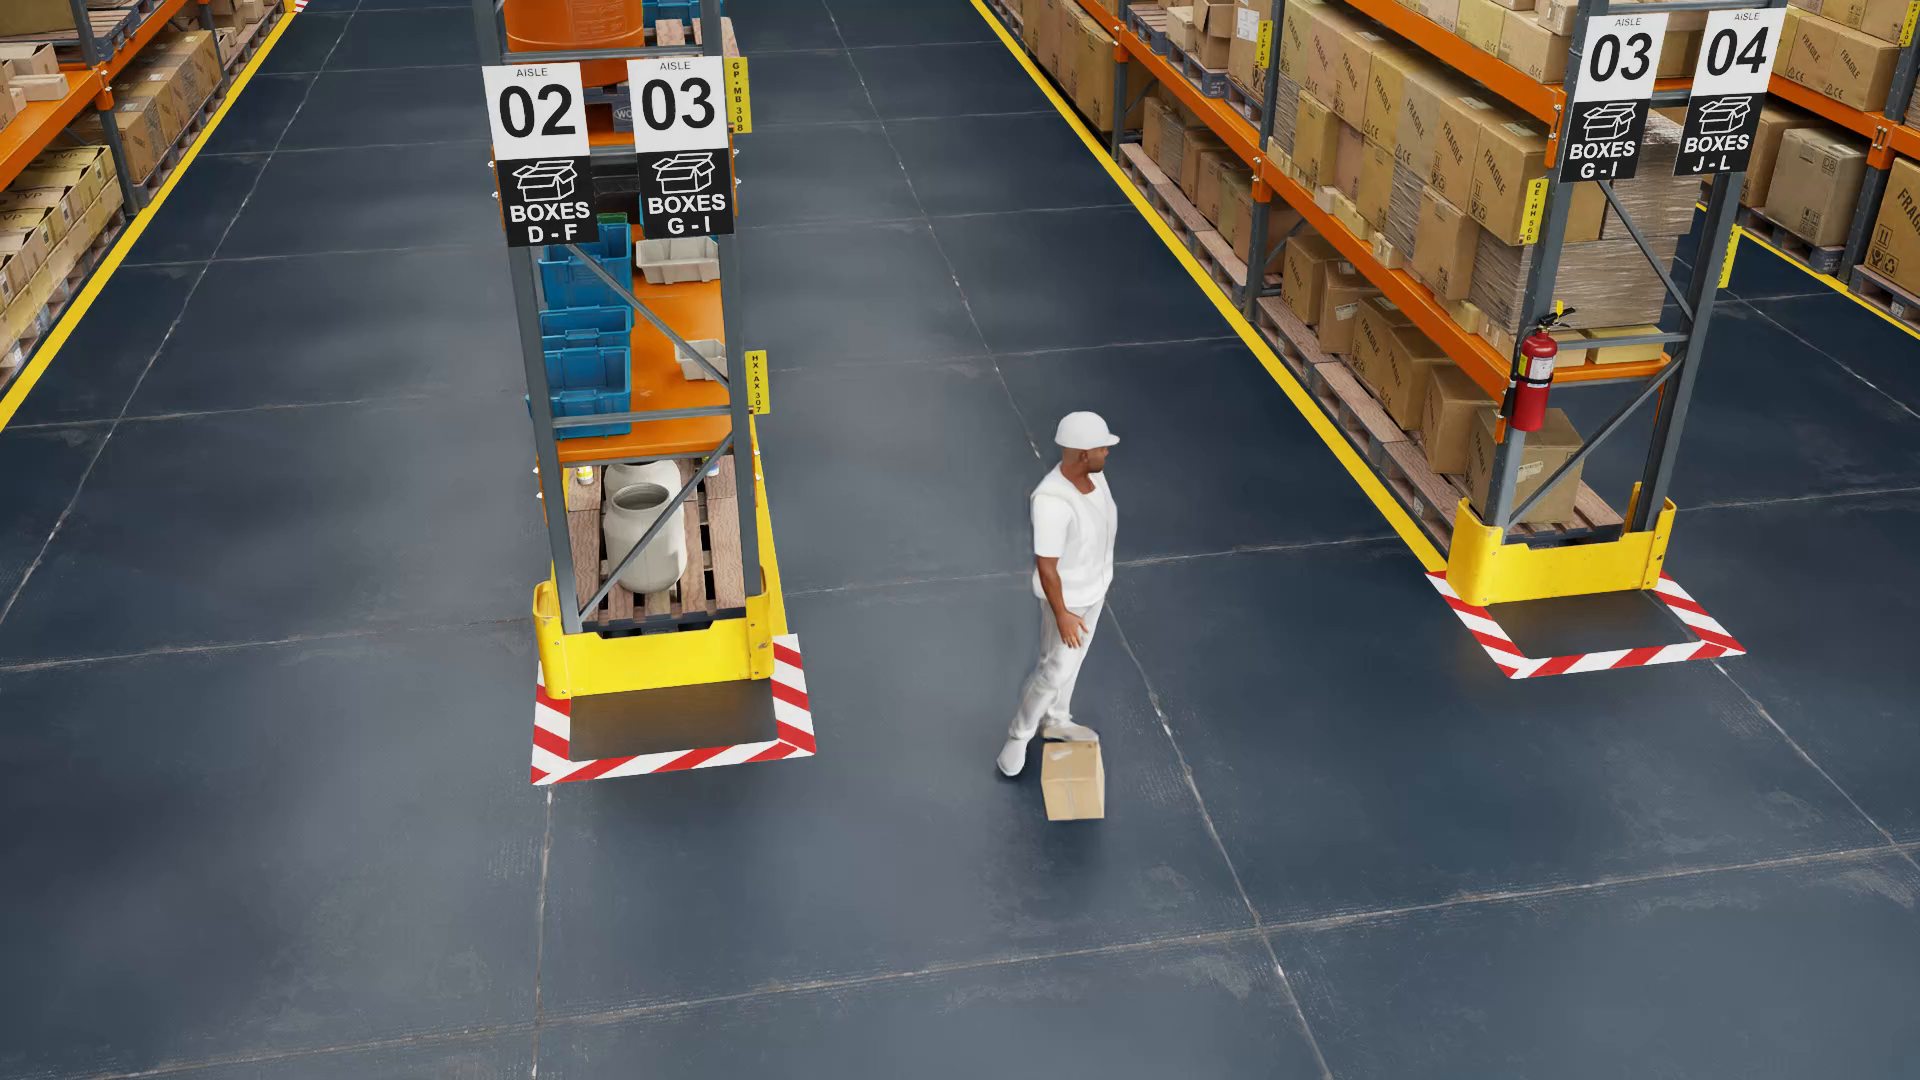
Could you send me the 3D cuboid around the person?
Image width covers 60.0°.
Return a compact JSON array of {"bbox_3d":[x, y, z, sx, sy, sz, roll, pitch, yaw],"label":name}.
[{"bbox_3d":[0.475,0.243,7.672,0.440,1.760,0.703,16,34,25],"label":"person"}]
